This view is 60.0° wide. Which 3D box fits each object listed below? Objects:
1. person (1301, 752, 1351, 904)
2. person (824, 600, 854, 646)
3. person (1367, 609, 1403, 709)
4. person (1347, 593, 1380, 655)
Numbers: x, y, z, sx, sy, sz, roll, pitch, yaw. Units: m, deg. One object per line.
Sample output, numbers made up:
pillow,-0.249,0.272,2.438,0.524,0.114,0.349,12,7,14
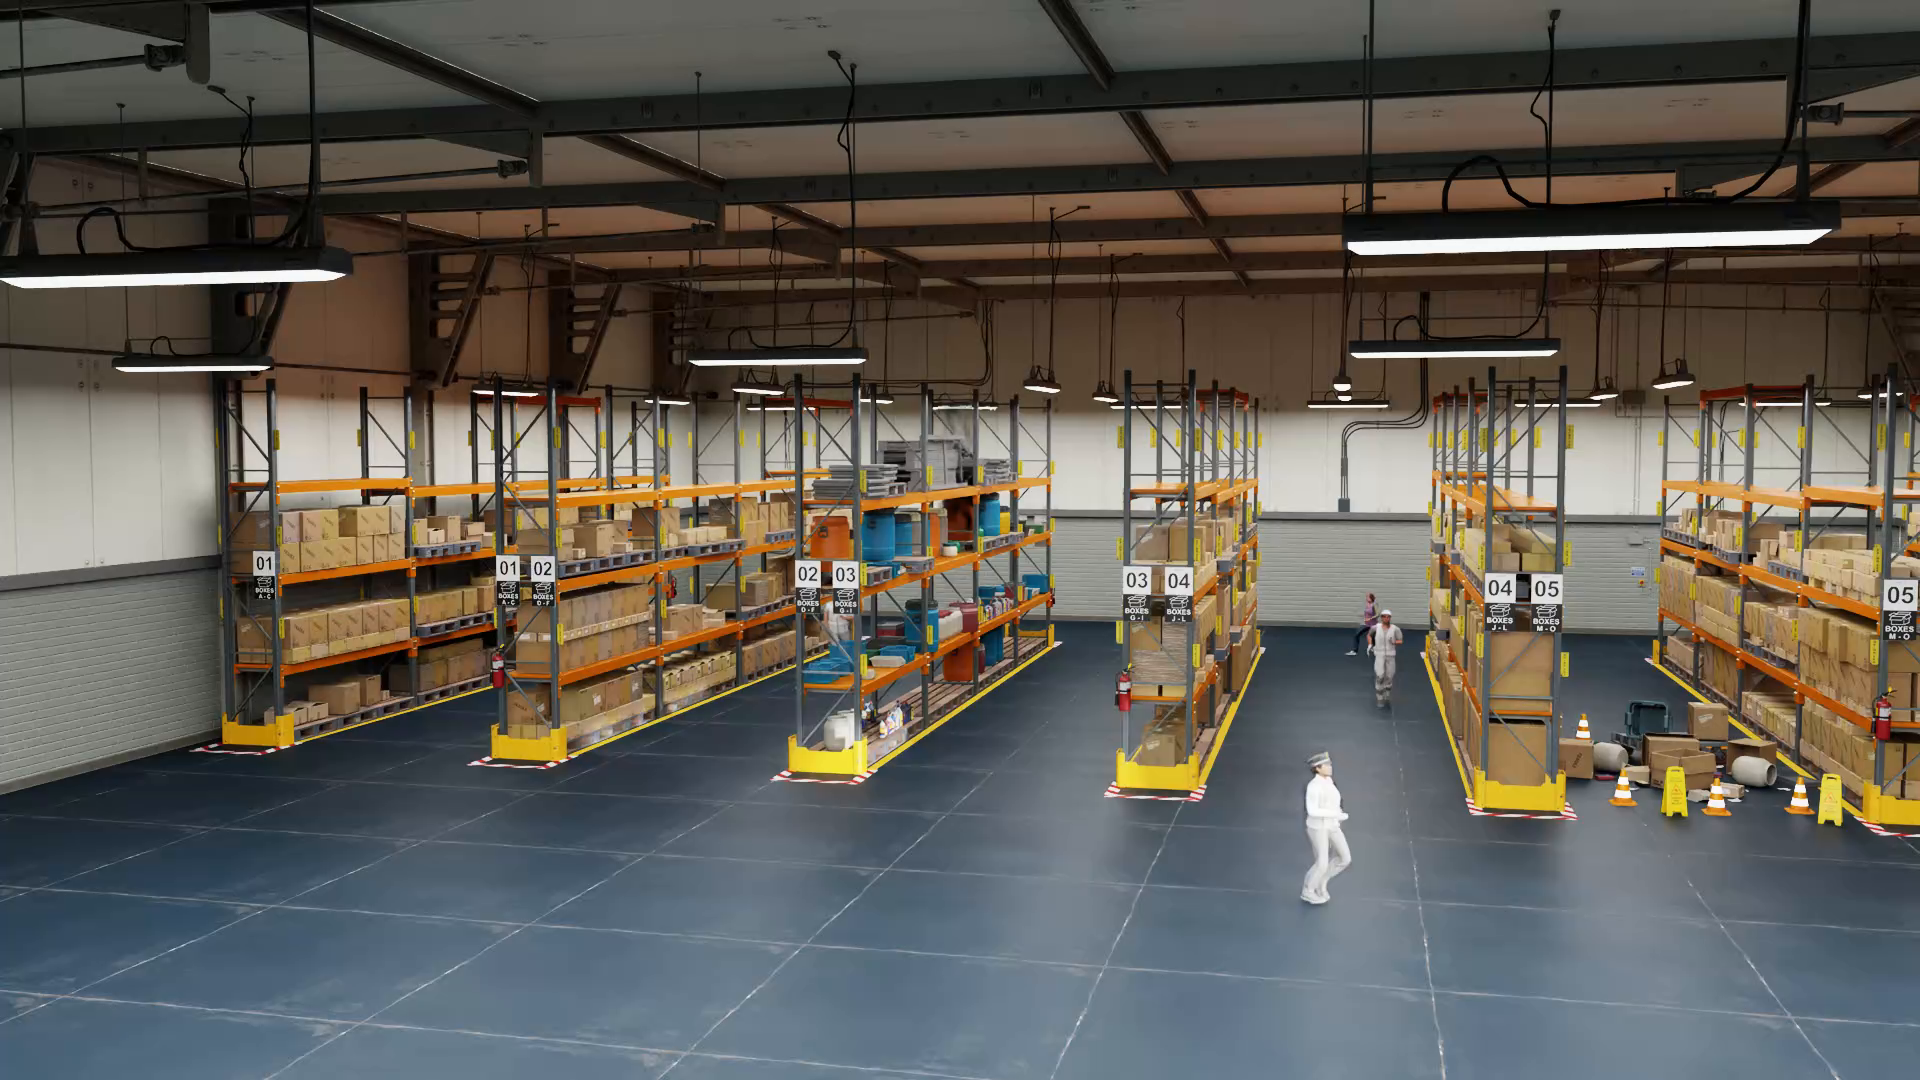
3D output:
person,3.952,3.088,17.836,0.599,1.656,0.591,3,5,42
person,-2.388,1.849,32.935,0.640,1.855,0.784,0,3,-1
person,7.990,2.226,31.279,0.646,1.847,0.782,1,3,9
person,9.502,1.956,38.608,0.904,1.445,0.603,-3,4,-38
